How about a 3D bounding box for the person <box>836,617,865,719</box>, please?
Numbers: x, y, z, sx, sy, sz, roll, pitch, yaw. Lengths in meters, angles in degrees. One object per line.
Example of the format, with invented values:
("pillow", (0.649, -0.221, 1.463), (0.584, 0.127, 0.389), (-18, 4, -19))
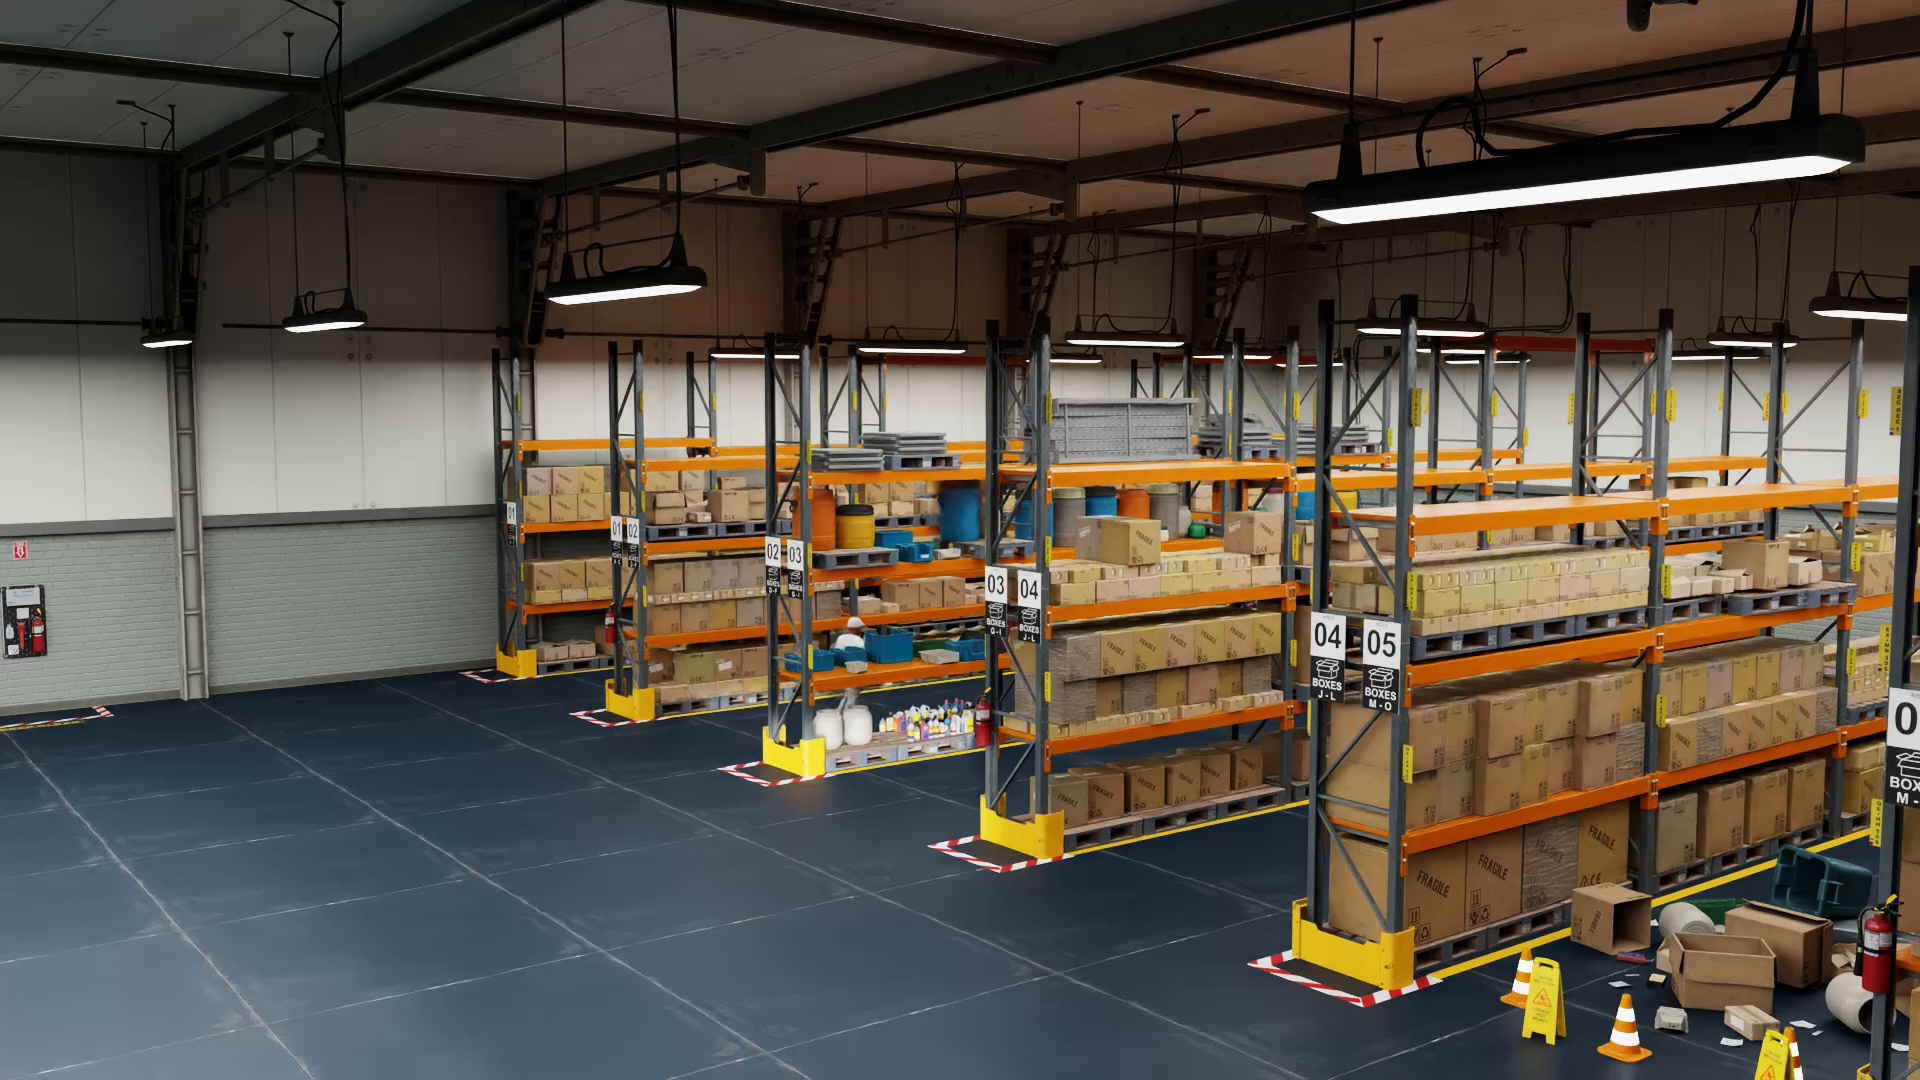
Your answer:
("person", (-1.666, 2.049, 25.279), (0.612, 1.757, 0.470), (5, 7, 43))
